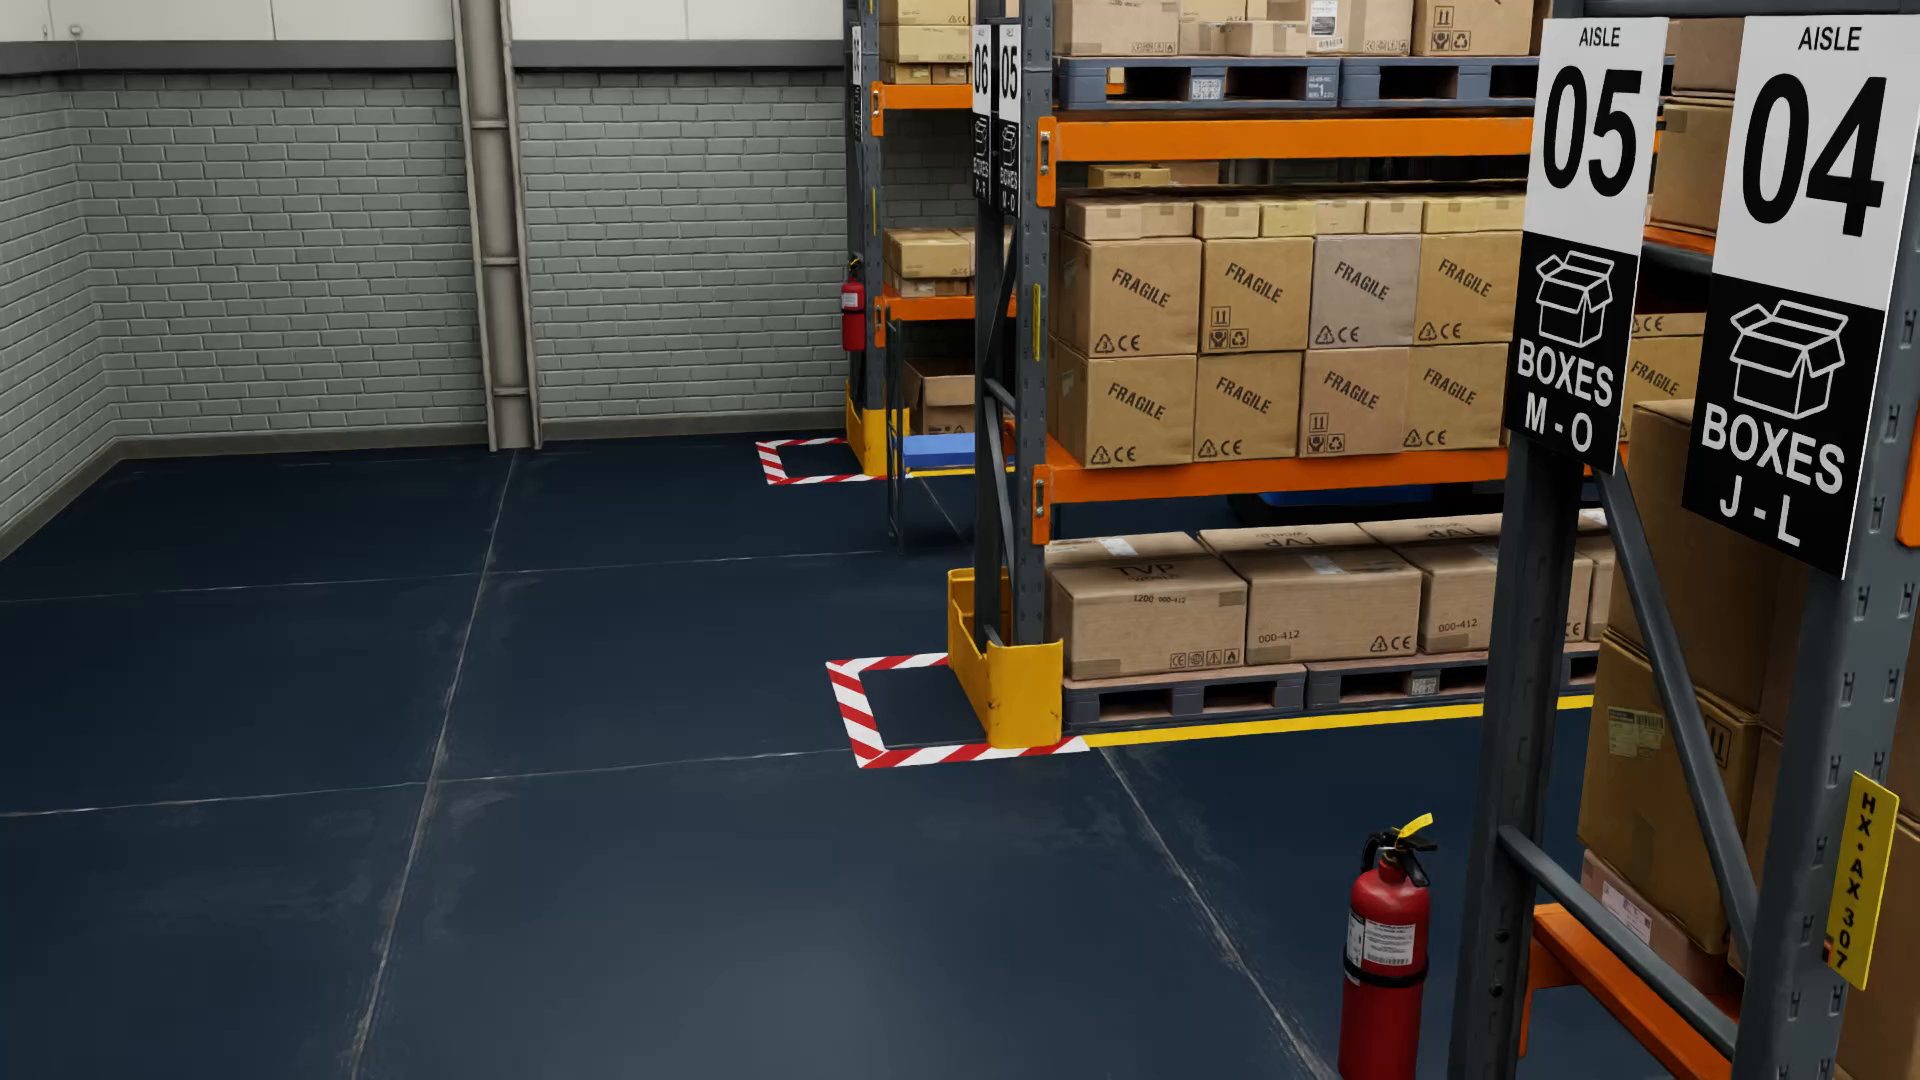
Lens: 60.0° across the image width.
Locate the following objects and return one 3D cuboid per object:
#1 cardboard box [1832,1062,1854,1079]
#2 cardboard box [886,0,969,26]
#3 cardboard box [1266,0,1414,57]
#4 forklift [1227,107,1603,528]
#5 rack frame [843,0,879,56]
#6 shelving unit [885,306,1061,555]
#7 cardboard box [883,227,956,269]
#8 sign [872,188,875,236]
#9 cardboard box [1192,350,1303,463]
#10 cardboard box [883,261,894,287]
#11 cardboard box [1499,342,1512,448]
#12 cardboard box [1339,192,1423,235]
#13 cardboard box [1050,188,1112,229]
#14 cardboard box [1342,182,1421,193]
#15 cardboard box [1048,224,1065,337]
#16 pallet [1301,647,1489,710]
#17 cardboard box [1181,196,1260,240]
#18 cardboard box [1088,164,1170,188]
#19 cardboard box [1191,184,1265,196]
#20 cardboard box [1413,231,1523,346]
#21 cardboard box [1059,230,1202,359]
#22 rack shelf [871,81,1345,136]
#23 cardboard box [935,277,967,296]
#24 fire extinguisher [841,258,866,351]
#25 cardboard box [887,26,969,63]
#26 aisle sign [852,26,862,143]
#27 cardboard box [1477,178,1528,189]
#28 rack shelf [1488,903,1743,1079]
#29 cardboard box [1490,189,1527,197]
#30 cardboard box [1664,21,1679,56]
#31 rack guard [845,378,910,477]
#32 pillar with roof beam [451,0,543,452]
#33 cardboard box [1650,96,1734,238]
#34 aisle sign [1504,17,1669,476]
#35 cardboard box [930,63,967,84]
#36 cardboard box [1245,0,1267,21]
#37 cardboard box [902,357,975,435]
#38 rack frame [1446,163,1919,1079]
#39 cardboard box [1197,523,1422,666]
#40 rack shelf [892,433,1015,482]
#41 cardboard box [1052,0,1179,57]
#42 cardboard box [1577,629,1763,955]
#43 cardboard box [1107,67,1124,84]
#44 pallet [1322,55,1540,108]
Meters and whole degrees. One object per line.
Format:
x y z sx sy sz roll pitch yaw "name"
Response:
1.647 0.973 2.962 0.250 0.149 0.380 -3 17 -11 "cardboard box"
-0.234 -3.771 11.769 0.500 0.250 0.500 -3 17 -11 "cardboard box"
1.707 -2.353 7.522 0.500 0.311 0.500 -3 17 -9 "cardboard box"
3.386 -1.518 10.762 3.031 2.935 1.130 -2 17 -6 "forklift"
-0.717 -4.943 11.578 0.127 3.000 1.000 -3 17 -10 "rack frame"
0.084 -0.722 10.607 1.048 1.500 0.538 -3 17 -10 "shelving unit"
-0.316 -2.248 12.770 0.500 0.250 0.500 -3 17 -9 "cardboard box"
-0.614 -2.333 11.823 0.005 0.325 0.100 -3 17 -10 "sign"
1.245 -0.672 7.722 0.500 0.500 0.500 -3 17 -11 "cardboard box"
-0.443 -2.051 12.808 0.250 0.149 0.380 -3 17 -11 "cardboard box"
2.754 -0.753 7.984 0.500 0.500 0.500 -4 17 -11 "cardboard box"
1.906 -1.488 7.570 0.250 0.149 0.380 -3 17 -10 "cardboard box"
0.543 -1.558 7.798 0.250 0.149 0.380 -3 17 -10 "cardboard box"
2.046 -1.654 8.110 0.250 0.149 0.380 -3 17 -9 "cardboard box"
0.656 -1.266 7.951 0.500 0.500 0.500 -3 17 -9 "cardboard box"
2.194 0.555 8.647 1.213 0.211 1.003 -3 17 -10 "pallet"
1.150 -1.437 7.403 0.250 0.149 0.380 -3 17 -9 "cardboard box"
1.252 -2.535 12.429 0.500 0.500 0.500 -3 17 -9 "cardboard box"
1.280 -1.620 7.999 0.250 0.149 0.380 -3 17 -9 "cardboard box"
2.253 -1.205 7.752 0.500 0.500 0.500 -3 17 -10 "cardboard box"
0.753 -1.115 7.459 0.500 0.500 0.500 -4 17 -12 "cardboard box"
1.247 -3.277 12.487 4.000 0.370 1.077 -3 17 -10 "rack shelf"
-0.101 -1.922 12.388 0.250 0.149 0.380 -3 17 -9 "cardboard box"
-0.774 -1.719 12.065 0.183 0.674 0.296 -3 17 -10 "fire extinguisher"
-0.230 -3.525 11.821 0.500 0.250 0.500 -3 17 -11 "cardboard box"
-0.728 -3.229 11.790 0.004 0.787 0.394 -3 17 -10 "aisle sign"
2.783 -1.712 8.300 0.250 0.149 0.380 -4 17 -12 "cardboard box"
3.230 1.009 3.642 4.000 0.370 1.077 -3 17 -10 "rack shelf"
2.646 -1.541 7.743 0.250 0.149 0.380 -4 17 -12 "cardboard box"
3.330 -2.287 7.583 0.250 0.149 0.380 -3 17 -9 "cardboard box"
-0.643 -0.884 12.840 0.348 0.500 1.175 -3 17 -10 "rack guard"
-2.719 -3.812 7.895 0.400 9.000 9.100 -3 17 -10 "pillar with roof beam"
1.663 -0.687 3.086 0.500 0.250 0.500 -4 17 -12 "cardboard box"
1.138 -0.548 3.060 0.004 0.787 0.394 -3 17 -10 "aisle sign"
-0.108 -3.362 11.967 0.250 0.149 0.380 -3 17 -9 "cardboard box"
2.264 -3.913 12.231 0.500 0.250 0.500 -4 17 -11 "cardboard box"
-0.099 -1.089 12.786 0.637 0.503 0.797 -4 18 -13 "cardboard box"
1.266 0.777 3.174 0.127 3.000 1.000 -3 17 -10 "rack frame"
1.754 0.261 8.503 0.875 0.438 0.875 -3 17 -9 "cardboard box"
0.084 -0.550 10.660 1.000 0.185 0.538 -3 17 -10 "rack shelf"
0.653 -2.306 7.473 0.500 0.250 0.500 -5 18 -16 "cardboard box"
1.659 0.488 3.438 0.500 0.500 0.500 -3 17 -9 "cardboard box"
1.164 -3.397 12.082 0.250 0.149 0.380 -3 17 -10 "cardboard box"
2.155 -2.149 7.743 1.213 0.211 1.003 -3 17 -10 "pallet"
